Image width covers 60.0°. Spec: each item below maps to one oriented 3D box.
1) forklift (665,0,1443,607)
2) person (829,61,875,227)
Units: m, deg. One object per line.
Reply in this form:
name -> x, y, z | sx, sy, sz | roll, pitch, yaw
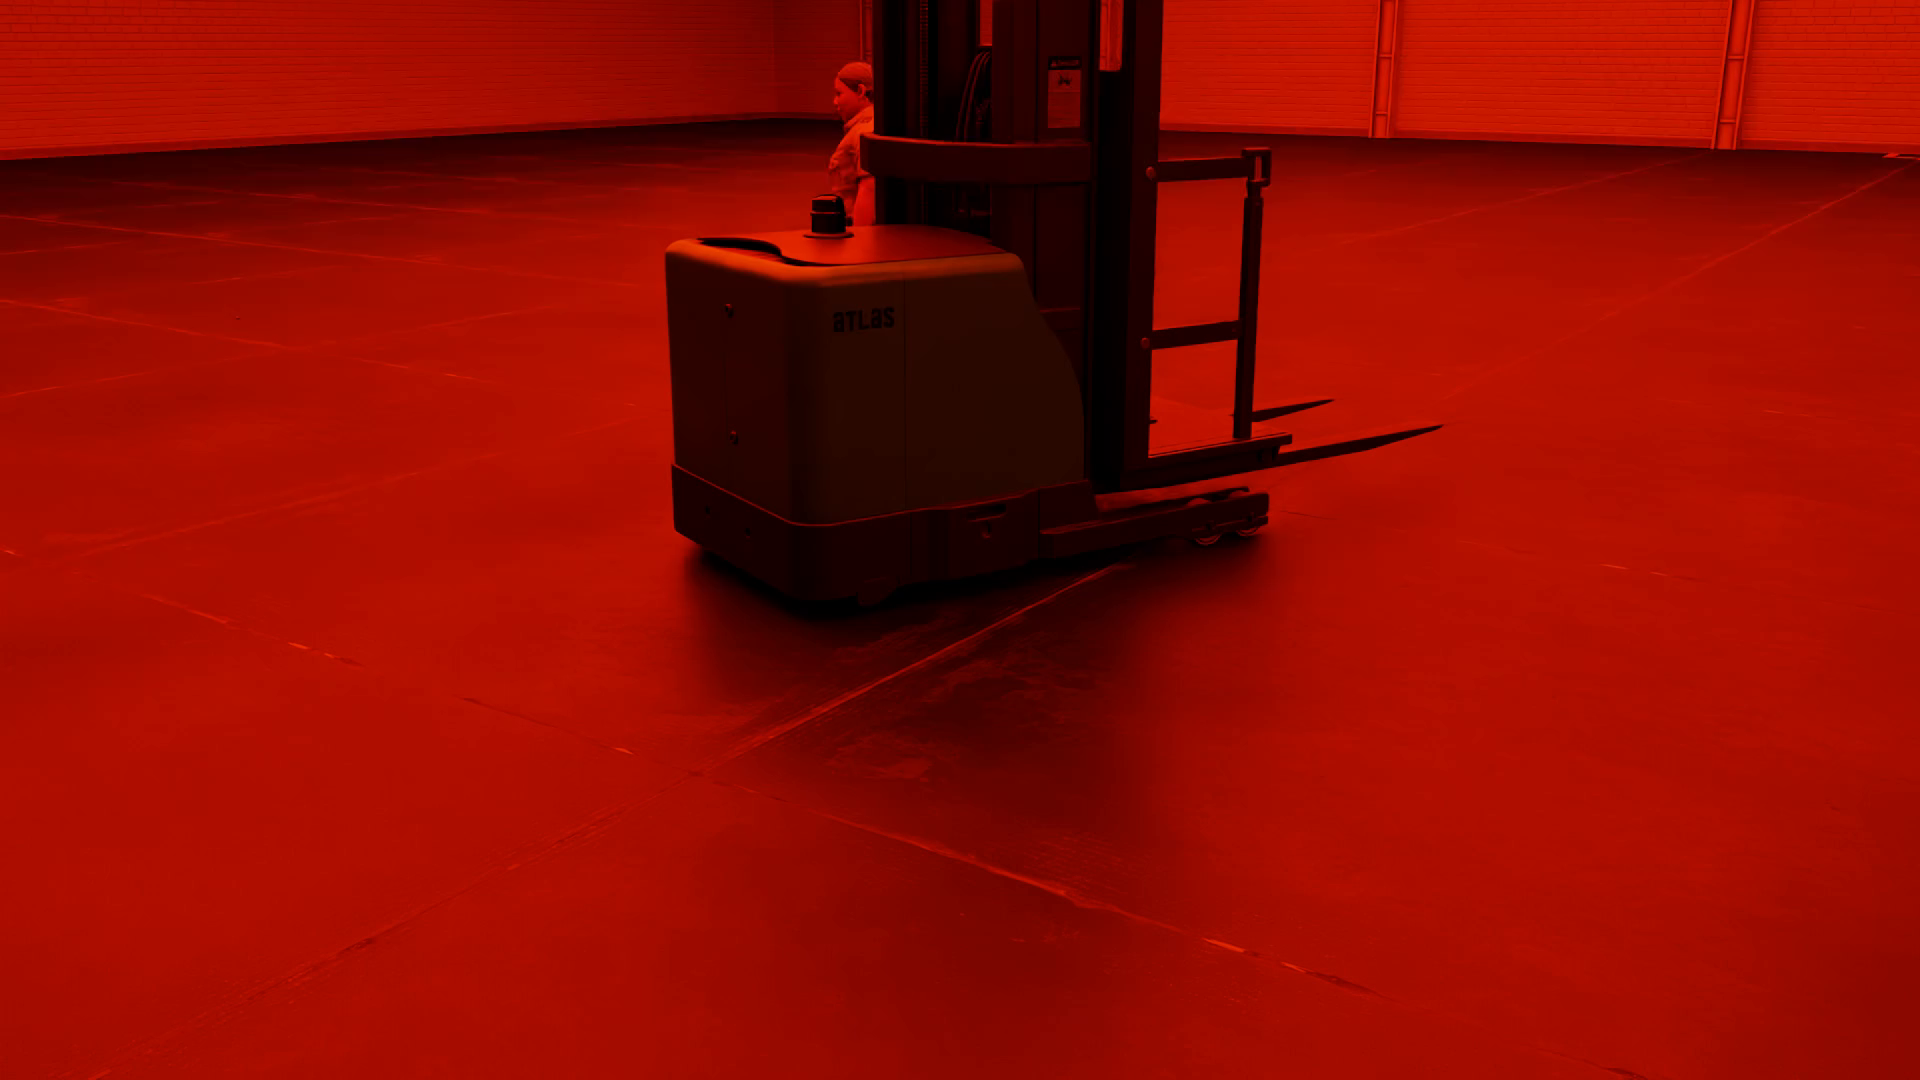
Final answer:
forklift -> 0.510, -1.500, 5.849 | 3.031, 2.935, 1.130 | -11, 20, -32
person -> -0.402, -1.209, 7.165 | 0.344, 1.640, 0.748 | 4, 17, 12
